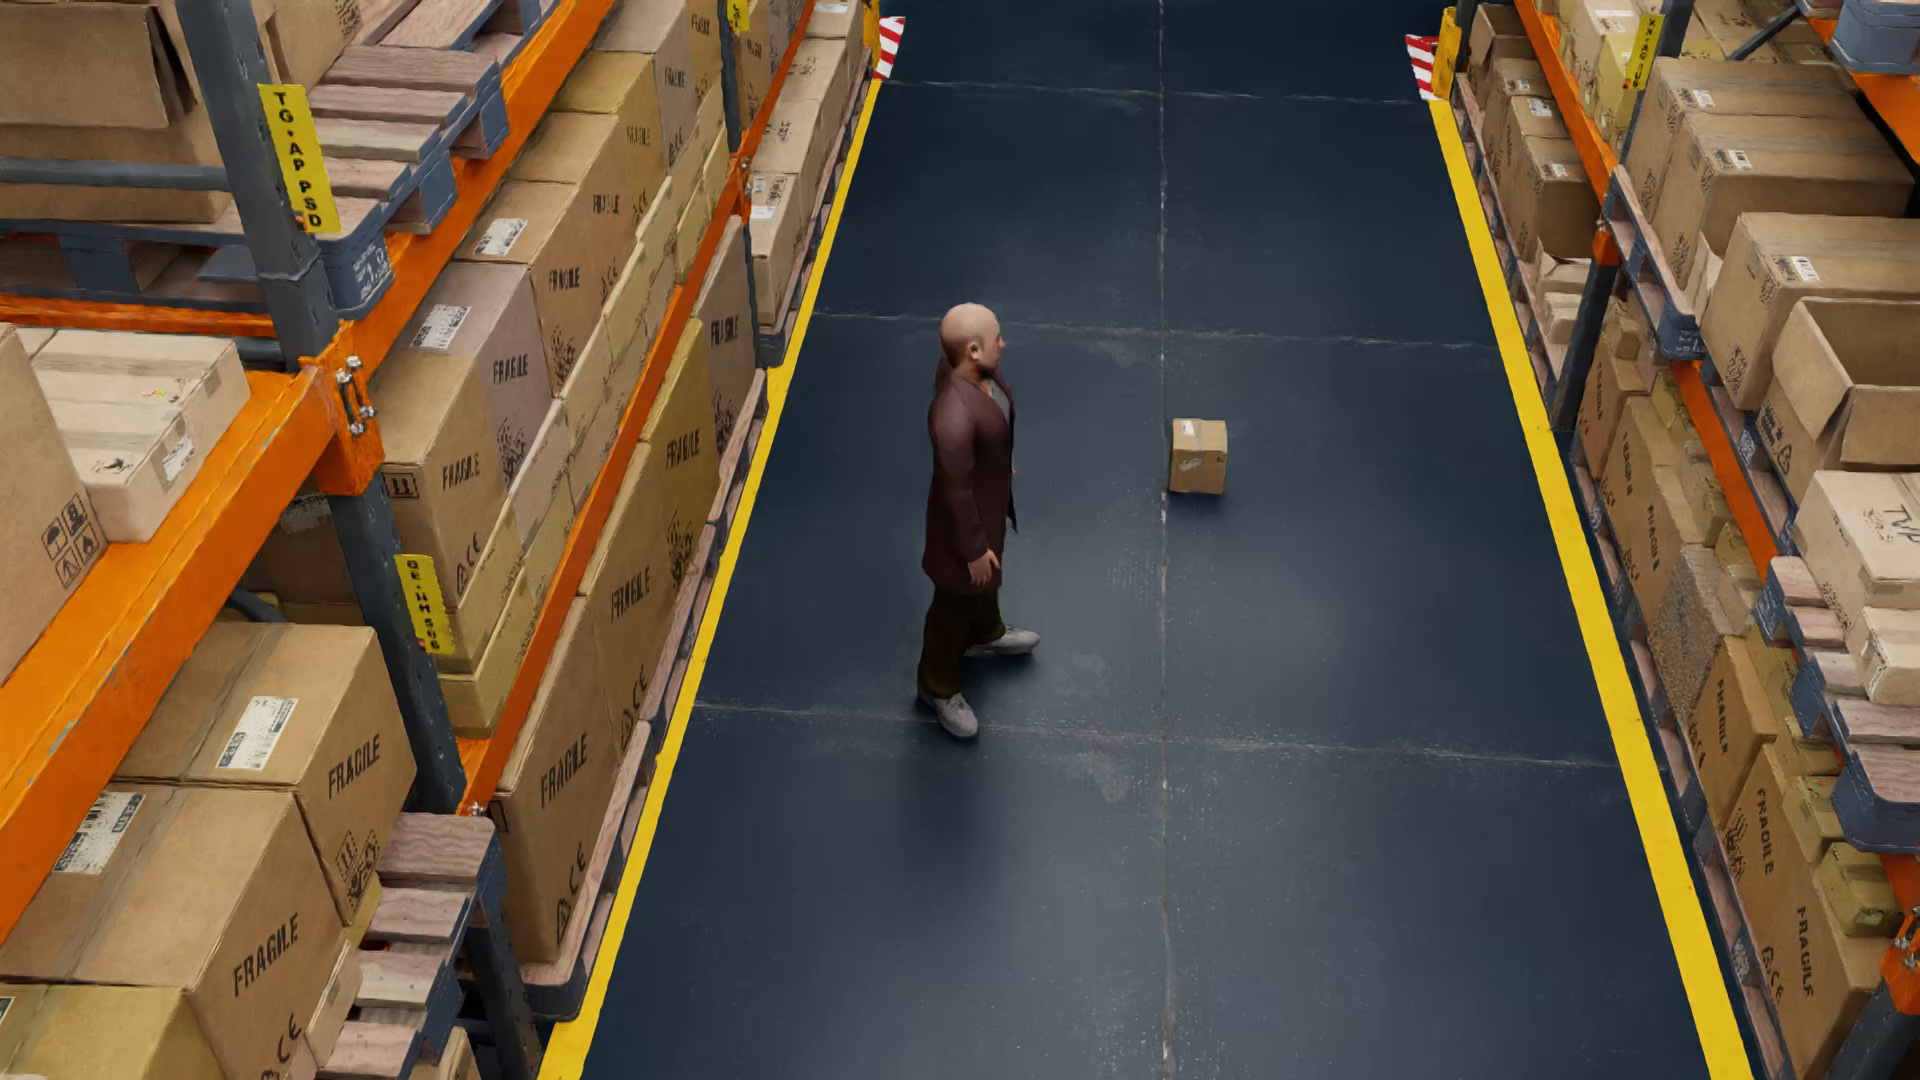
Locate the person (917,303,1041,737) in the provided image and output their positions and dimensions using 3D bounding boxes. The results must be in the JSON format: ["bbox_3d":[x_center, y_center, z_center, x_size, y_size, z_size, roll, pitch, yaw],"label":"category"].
[{"bbox_3d":[0.072,-0.112,6.256,0.468,1.783,0.698,6,40,7],"label":"person"}]
